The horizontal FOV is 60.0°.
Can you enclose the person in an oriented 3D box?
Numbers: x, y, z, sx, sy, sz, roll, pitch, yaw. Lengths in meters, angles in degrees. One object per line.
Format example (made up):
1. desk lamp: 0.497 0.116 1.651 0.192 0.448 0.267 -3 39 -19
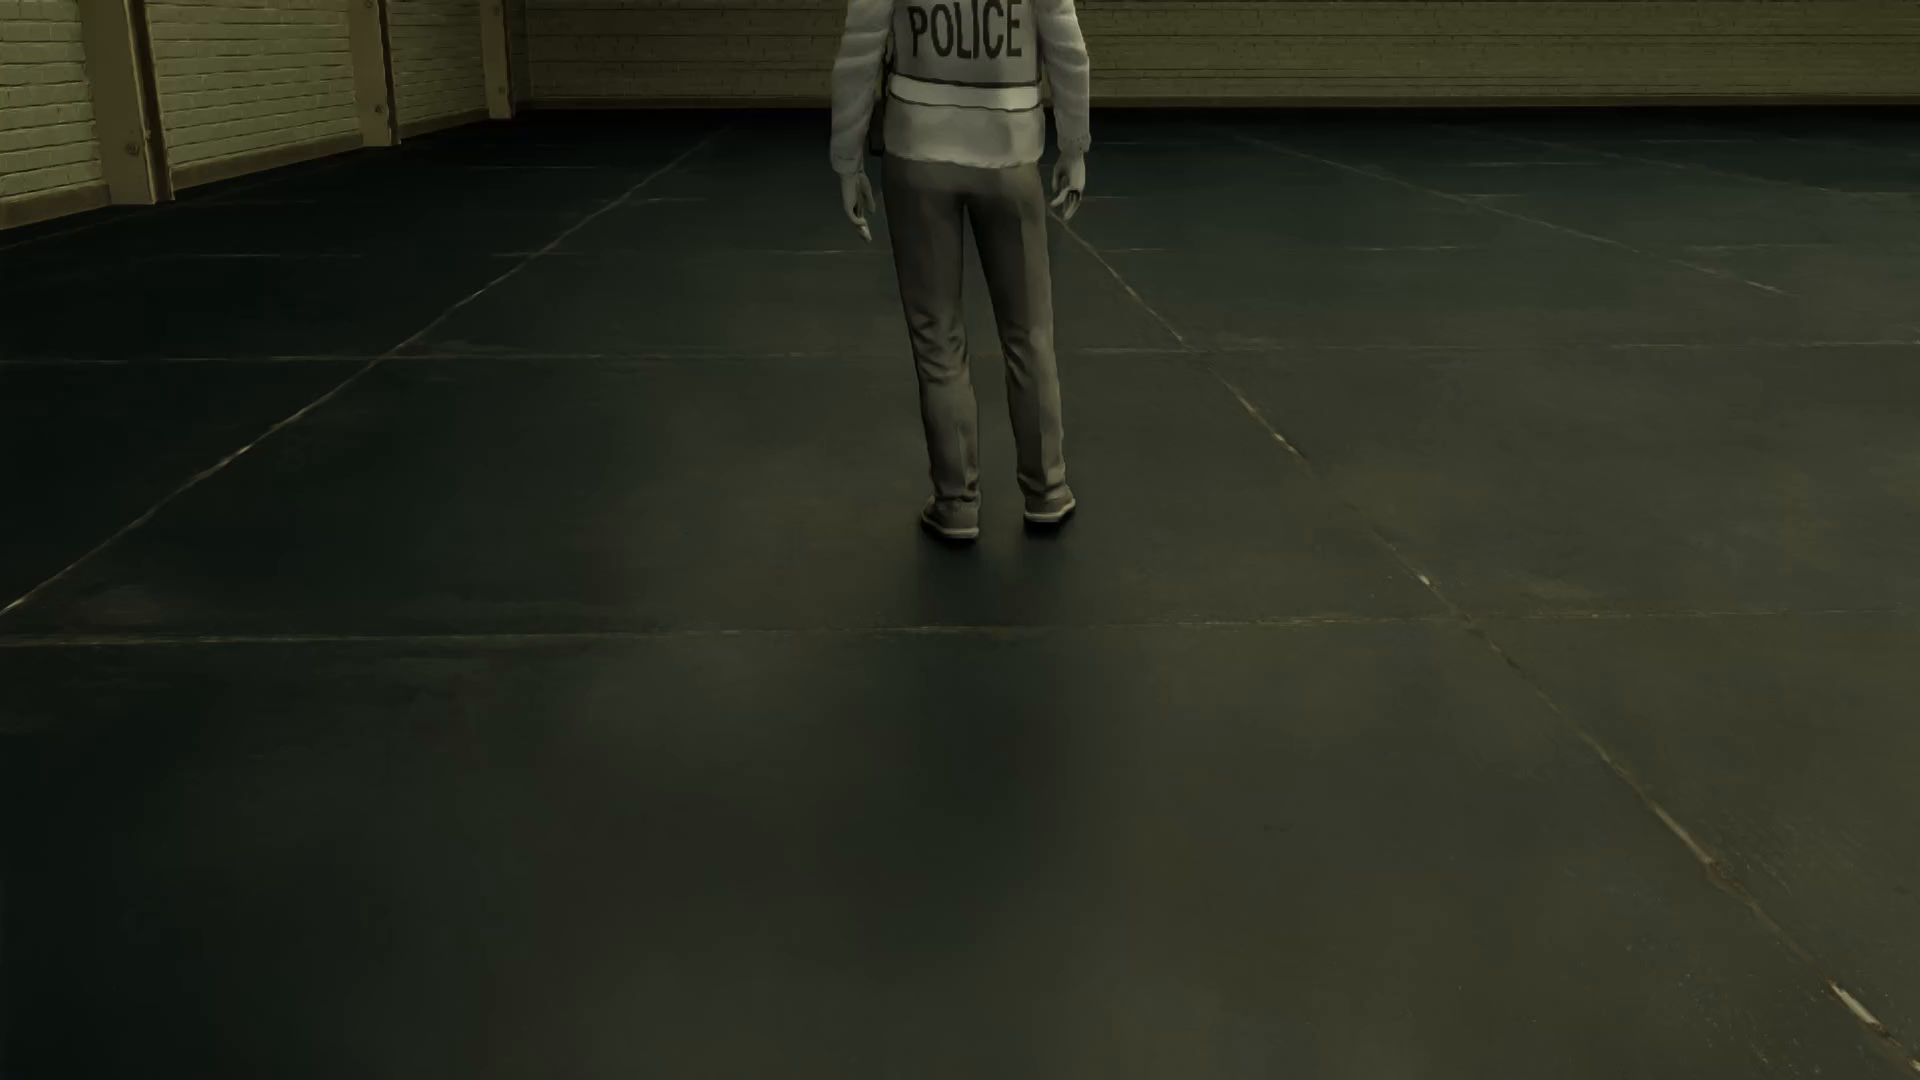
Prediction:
1. person: 0.004 -0.837 3.733 0.586 1.695 0.532 -1 17 -3
